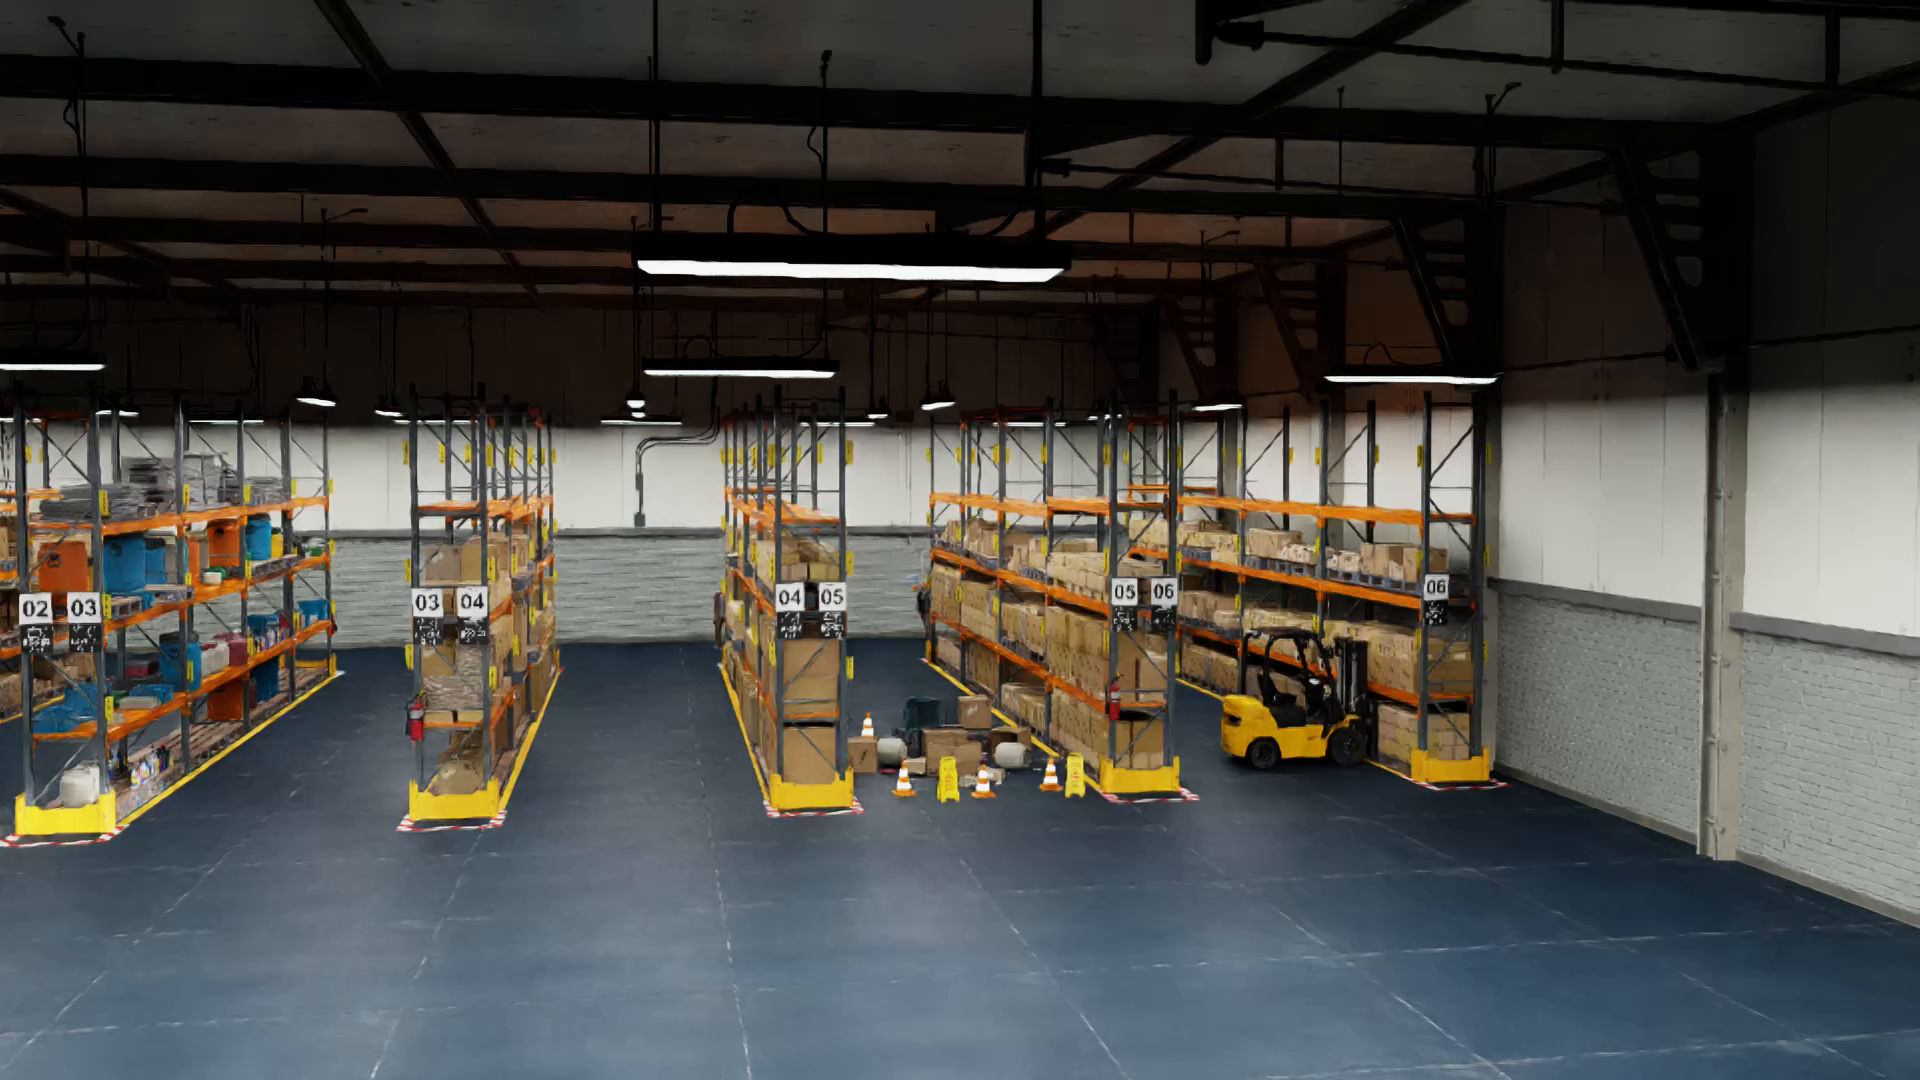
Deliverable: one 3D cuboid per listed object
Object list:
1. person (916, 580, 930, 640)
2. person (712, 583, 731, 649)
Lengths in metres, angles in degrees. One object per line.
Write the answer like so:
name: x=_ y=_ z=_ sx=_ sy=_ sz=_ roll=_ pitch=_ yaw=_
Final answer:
person: x=-0.859 y=1.935 z=43.812 sx=0.626 sy=1.743 sz=0.539 roll=3 pitch=4 yaw=43
person: x=-6.107 y=1.995 z=43.140 sx=0.611 sy=1.643 sz=1.019 roll=0 pitch=3 yaw=4
